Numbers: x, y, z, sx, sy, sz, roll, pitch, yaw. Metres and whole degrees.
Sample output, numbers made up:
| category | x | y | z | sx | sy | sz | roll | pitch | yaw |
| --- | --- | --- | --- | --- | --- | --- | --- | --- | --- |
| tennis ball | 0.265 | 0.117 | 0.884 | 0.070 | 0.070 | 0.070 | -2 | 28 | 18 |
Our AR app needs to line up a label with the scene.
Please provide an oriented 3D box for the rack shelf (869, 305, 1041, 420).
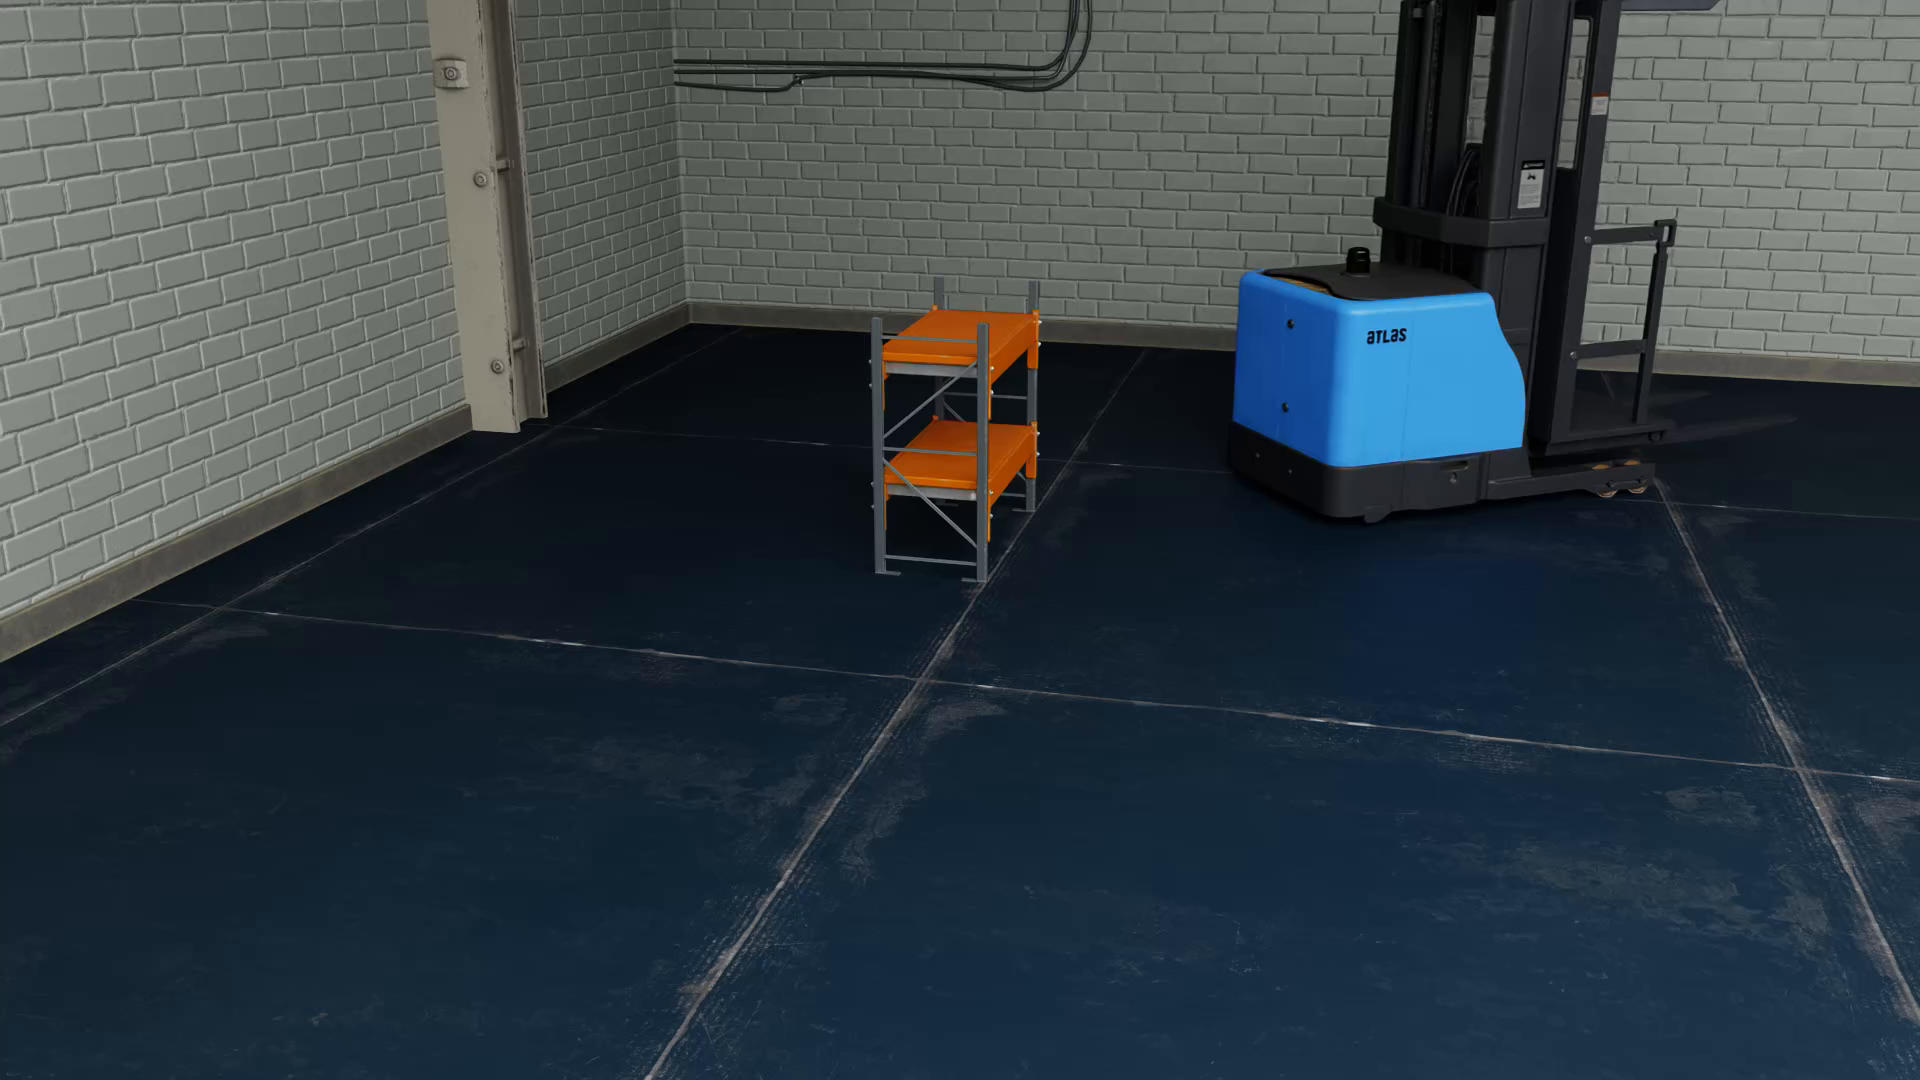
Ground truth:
| category | x | y | z | sx | sy | sz | roll | pitch | yaw |
| --- | --- | --- | --- | --- | --- | --- | --- | --- | --- |
| rack shelf | -0.002 | -0.807 | 7.405 | 0.538 | 0.278 | 1.000 | 5 | 19 | 13 |

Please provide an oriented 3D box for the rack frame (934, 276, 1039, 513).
| category | x | y | z | sx | sy | sz | roll | pitch | yaw |
| --- | --- | --- | --- | --- | --- | --- | --- | --- | --- |
| rack frame | 0.123 | -0.690 | 7.966 | 0.500 | 1.125 | 0.032 | 5 | 19 | 13 |

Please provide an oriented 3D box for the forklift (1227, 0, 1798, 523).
| category | x | y | z | sx | sy | sz | roll | pitch | yaw |
| --- | --- | --- | --- | --- | --- | --- | --- | --- | --- |
| forklift | 2.952 | -1.747 | 8.268 | 3.031 | 2.935 | 1.130 | -7 | 20 | -20 |

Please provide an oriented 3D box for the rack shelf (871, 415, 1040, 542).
| category | x | y | z | sx | sy | sz | roll | pitch | yaw |
| --- | --- | --- | --- | --- | --- | --- | --- | --- | --- |
| rack shelf | -0.002 | -0.299 | 7.579 | 0.538 | 0.278 | 1.000 | 5 | 19 | 13 |

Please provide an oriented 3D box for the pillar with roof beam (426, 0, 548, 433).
| category | x | y | z | sx | sy | sz | roll | pitch | yaw |
| --- | --- | --- | --- | --- | --- | --- | --- | --- | --- |
| pillar with roof beam | 1.545 | -4.602 | 7.239 | 9.100 | 9.000 | 0.400 | 5 | 19 | 13 |

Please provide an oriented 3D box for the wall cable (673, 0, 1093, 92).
| category | x | y | z | sx | sy | sz | roll | pitch | yaw |
| --- | --- | --- | --- | --- | --- | --- | --- | --- | --- |
| wall cable | -0.628 | -4.291 | 11.133 | 3.097 | 2.526 | 0.112 | 5 | 19 | 13 |

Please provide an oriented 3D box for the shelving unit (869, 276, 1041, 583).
| category | x | y | z | sx | sy | sz | roll | pitch | yaw |
| --- | --- | --- | --- | --- | --- | --- | --- | --- | --- |
| shelving unit | -0.002 | -0.530 | 7.500 | 0.538 | 1.125 | 1.048 | 5 | 19 | 13 |

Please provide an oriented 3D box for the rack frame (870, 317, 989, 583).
| category | x | y | z | sx | sy | sz | roll | pitch | yaw |
| --- | --- | --- | --- | --- | --- | --- | --- | --- | --- |
| rack frame | -0.126 | -0.371 | 7.033 | 0.500 | 1.125 | 0.032 | 5 | 19 | 13 |
